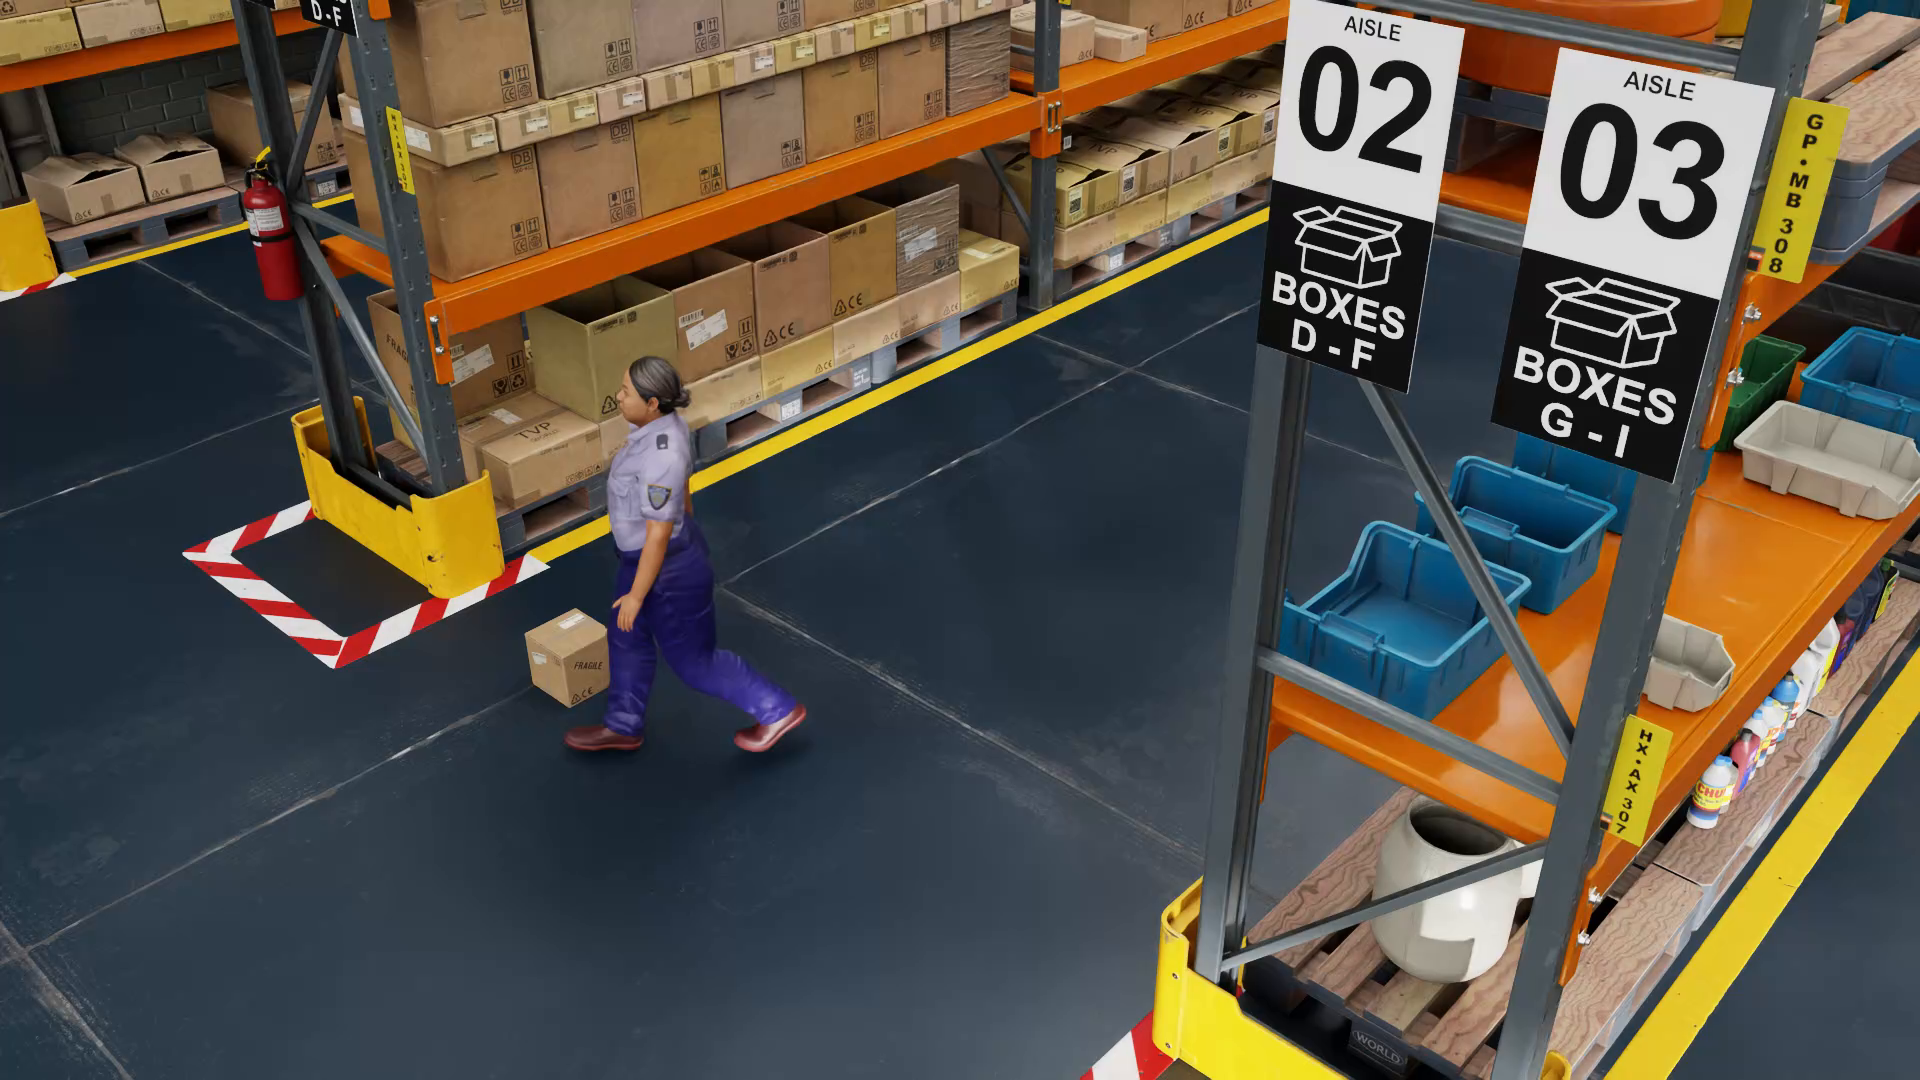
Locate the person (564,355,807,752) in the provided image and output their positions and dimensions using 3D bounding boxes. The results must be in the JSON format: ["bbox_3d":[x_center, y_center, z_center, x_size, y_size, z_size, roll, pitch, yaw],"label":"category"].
[{"bbox_3d":[-1.053,0.100,6.000,0.927,1.619,0.513,-5,32,-9],"label":"person"}]
